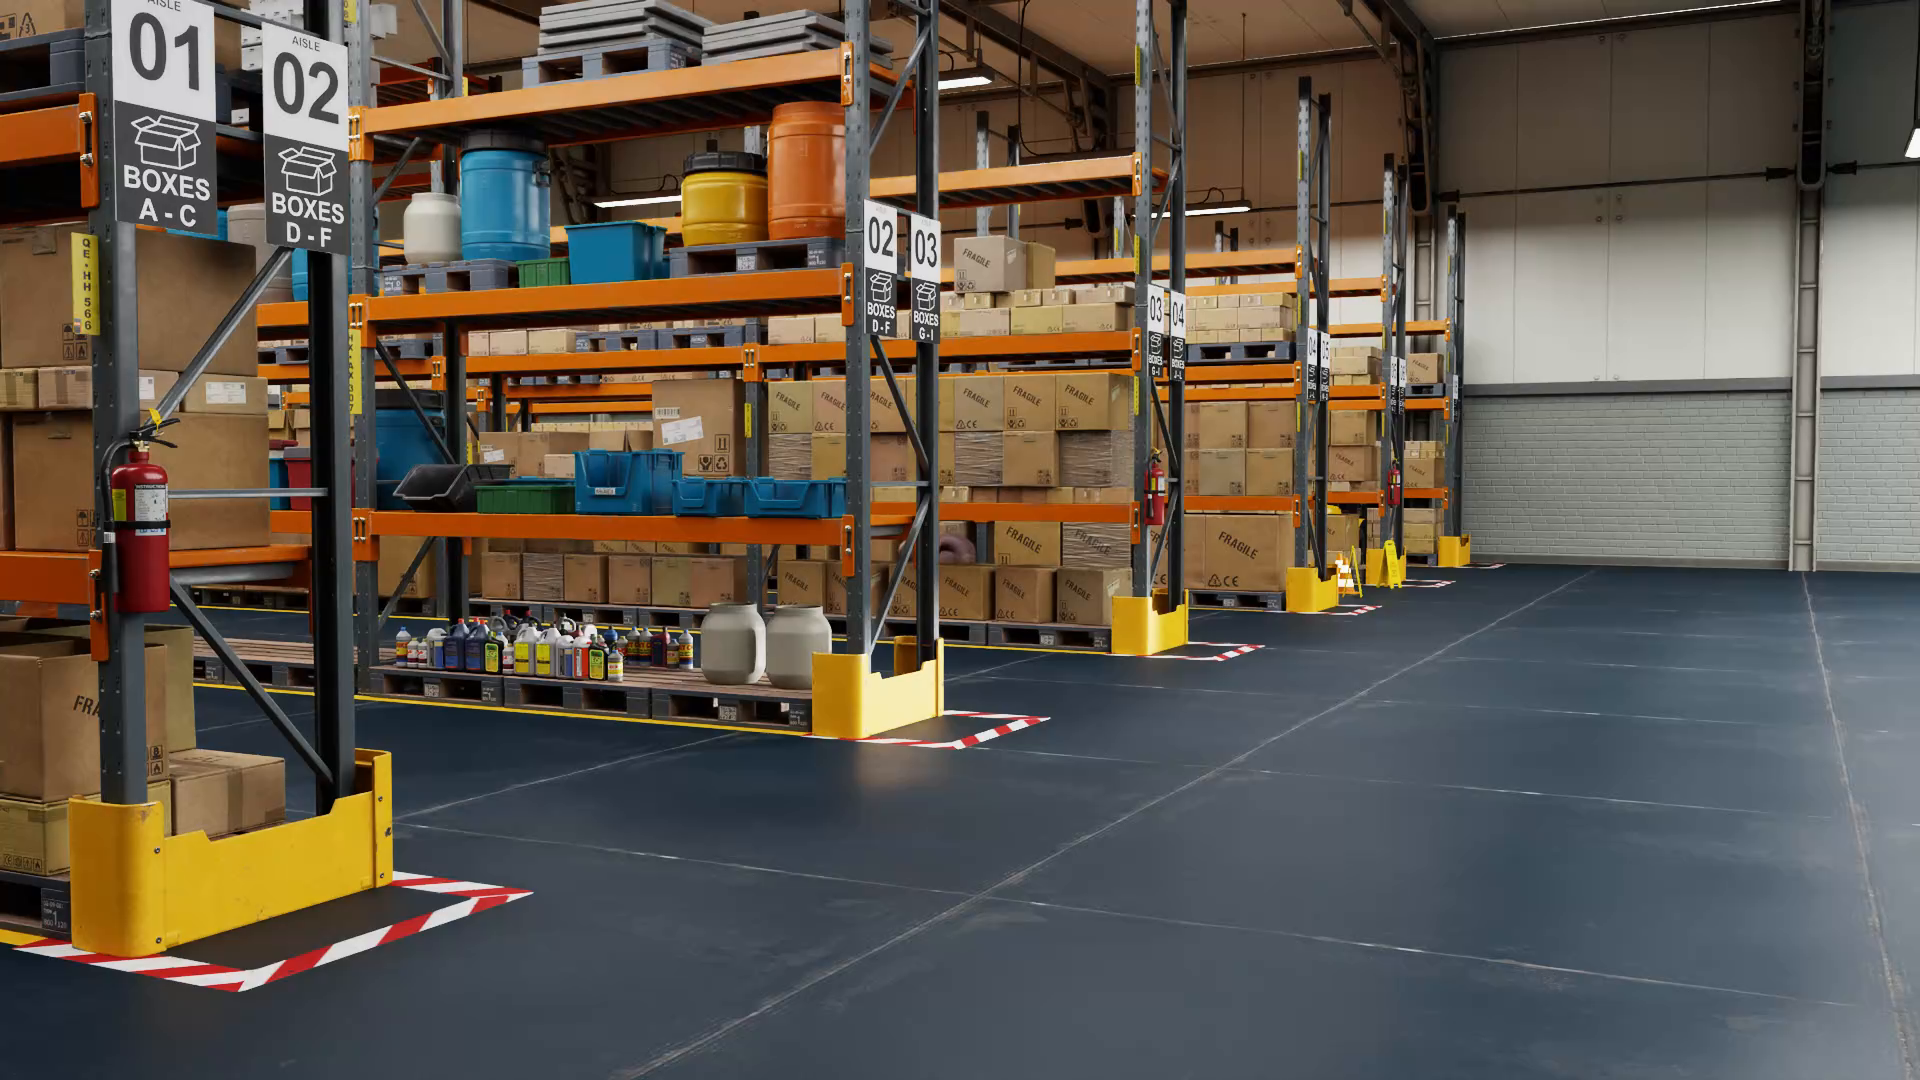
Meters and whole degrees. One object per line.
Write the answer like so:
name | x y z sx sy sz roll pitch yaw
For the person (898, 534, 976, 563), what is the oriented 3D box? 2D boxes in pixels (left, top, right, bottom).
person | -0.271 0.371 19.303 0.952 0.881 0.583 1 3 24
